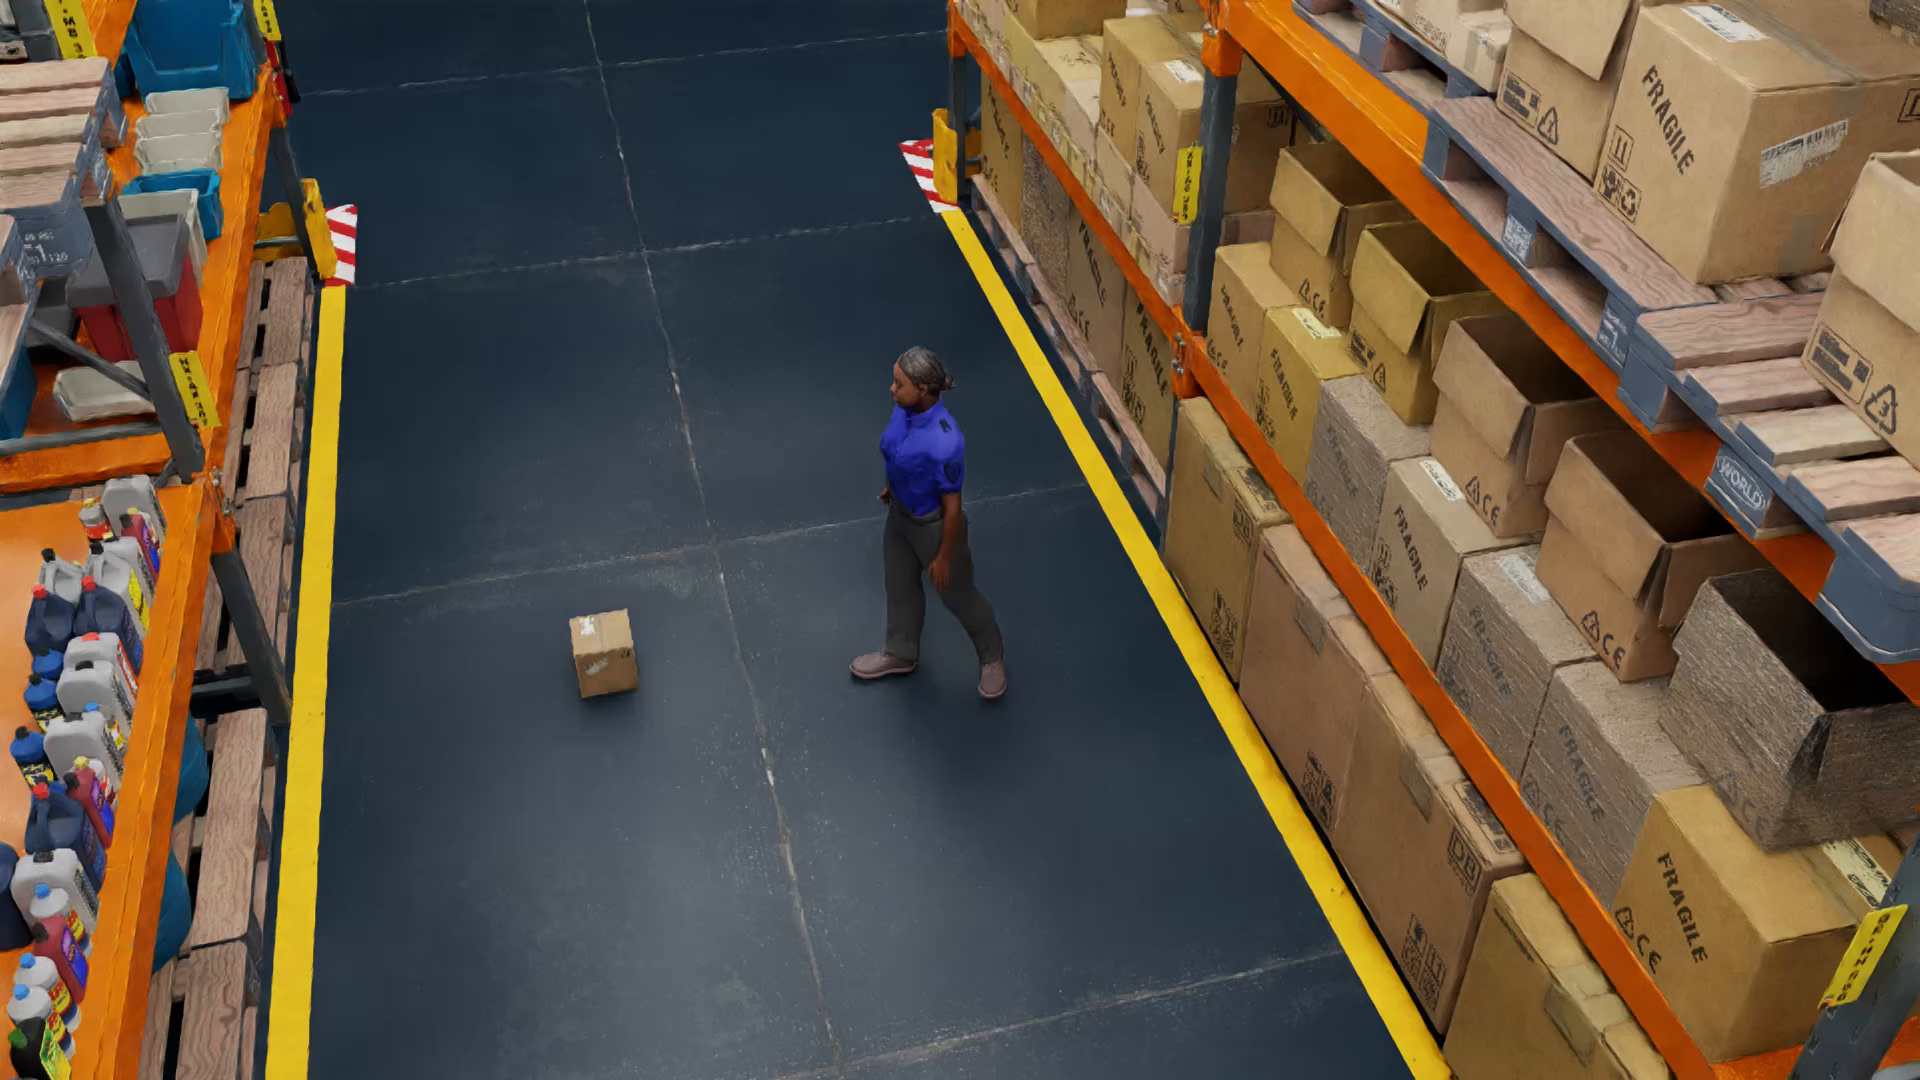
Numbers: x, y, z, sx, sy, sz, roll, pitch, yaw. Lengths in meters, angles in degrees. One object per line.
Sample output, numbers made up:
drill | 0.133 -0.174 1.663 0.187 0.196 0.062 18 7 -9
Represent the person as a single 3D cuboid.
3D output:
person | -0.145 -0.082 6.812 0.622 1.645 0.687 -21 43 -24
